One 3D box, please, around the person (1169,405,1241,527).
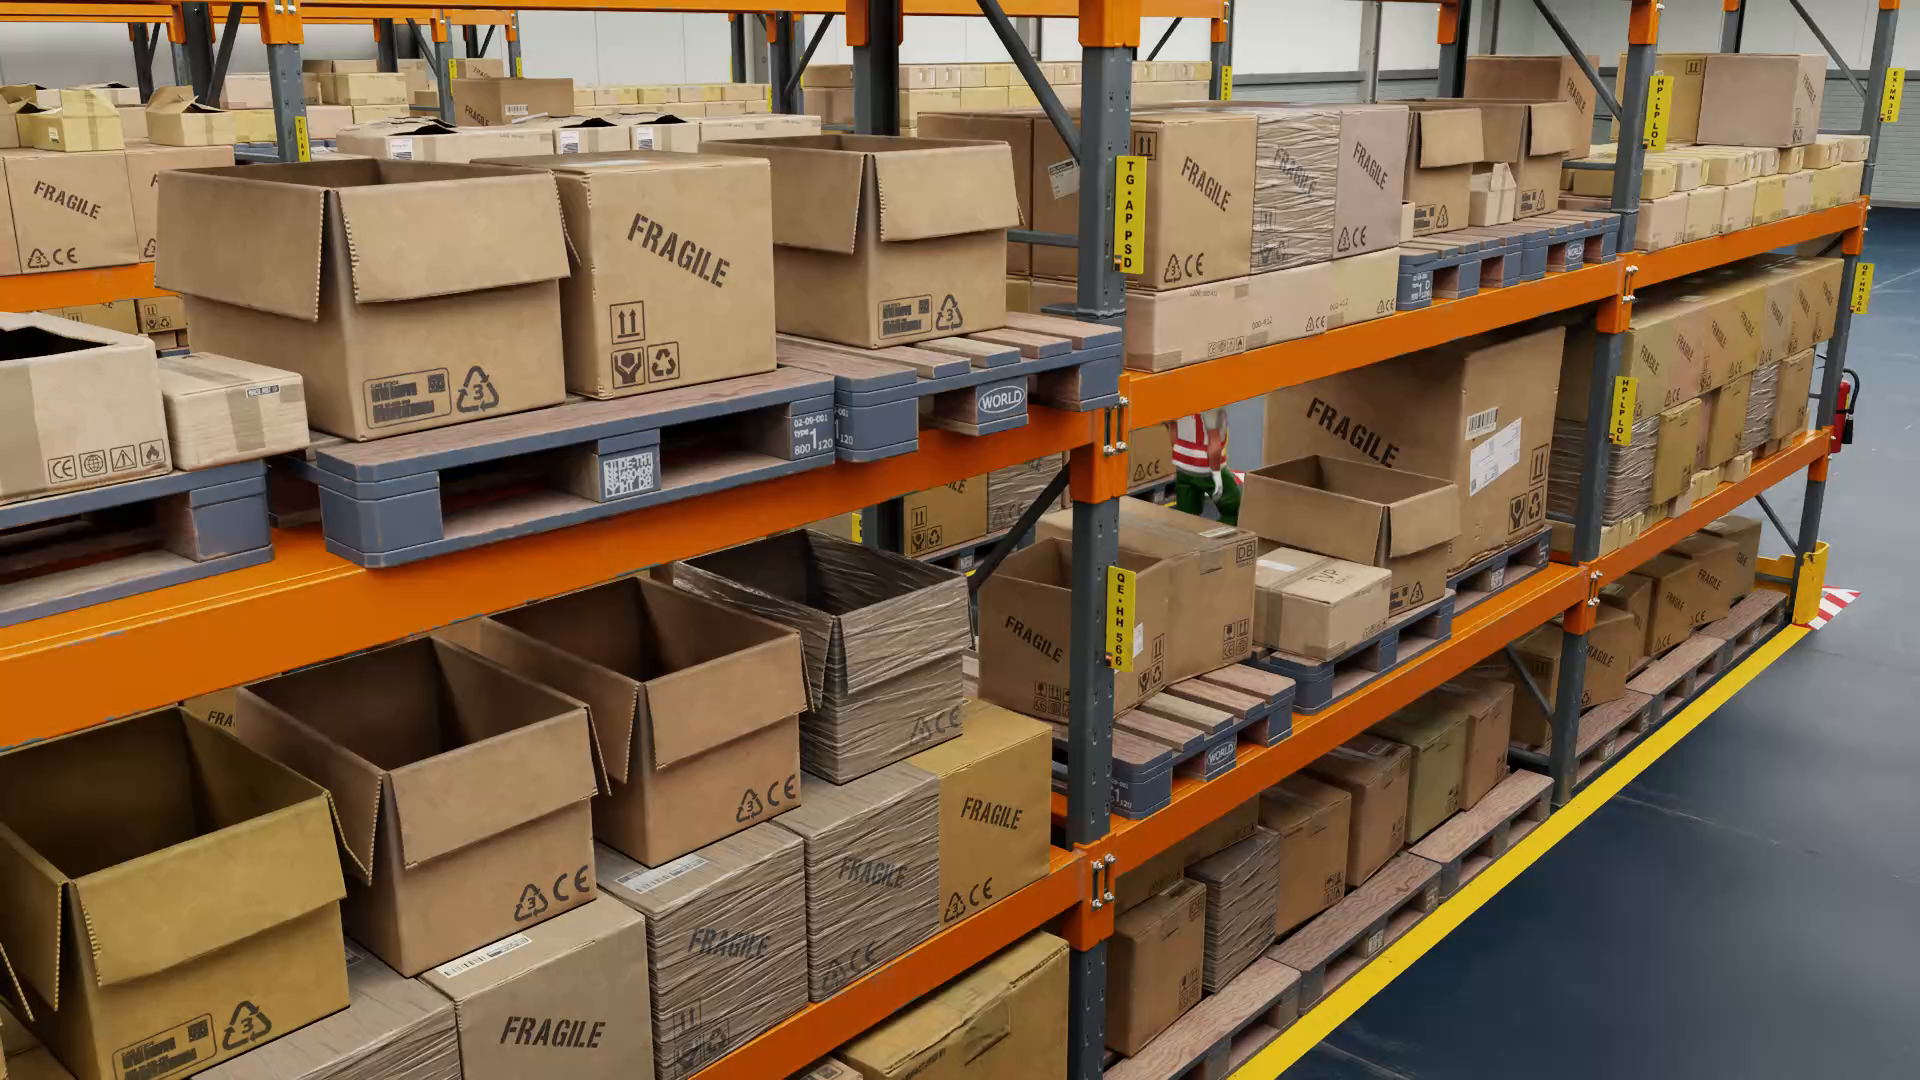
[{"bbox_3d":[1.702,-0.478,11.570,0.478,1.833,0.586,-11,20,-33],"label":"person"}]
